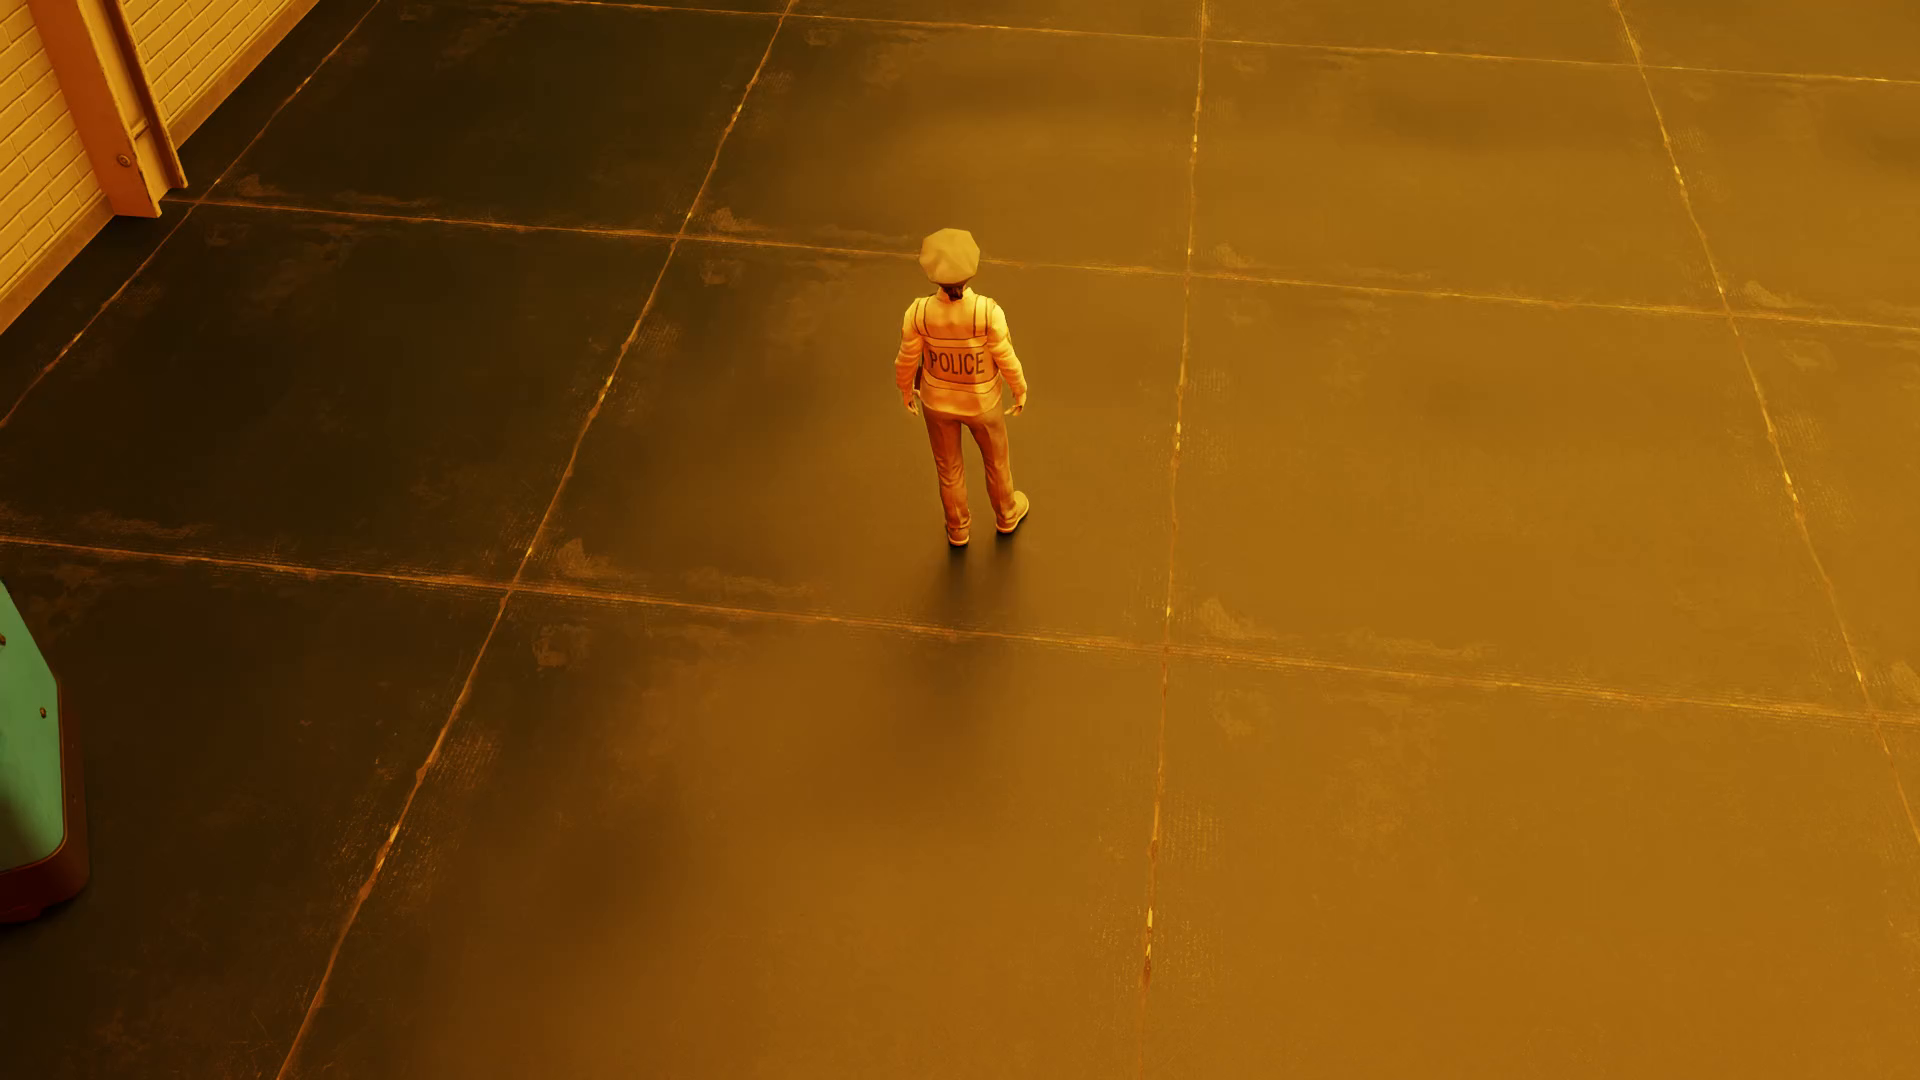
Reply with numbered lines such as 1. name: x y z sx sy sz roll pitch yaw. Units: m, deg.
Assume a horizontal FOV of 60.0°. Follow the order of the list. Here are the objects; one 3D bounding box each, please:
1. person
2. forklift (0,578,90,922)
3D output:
1. person: 0.016 -0.675 7.362 0.588 1.695 0.531 5 43 6
2. forklift: -4.903 0.399 5.290 3.031 2.935 1.130 -16 45 -17
